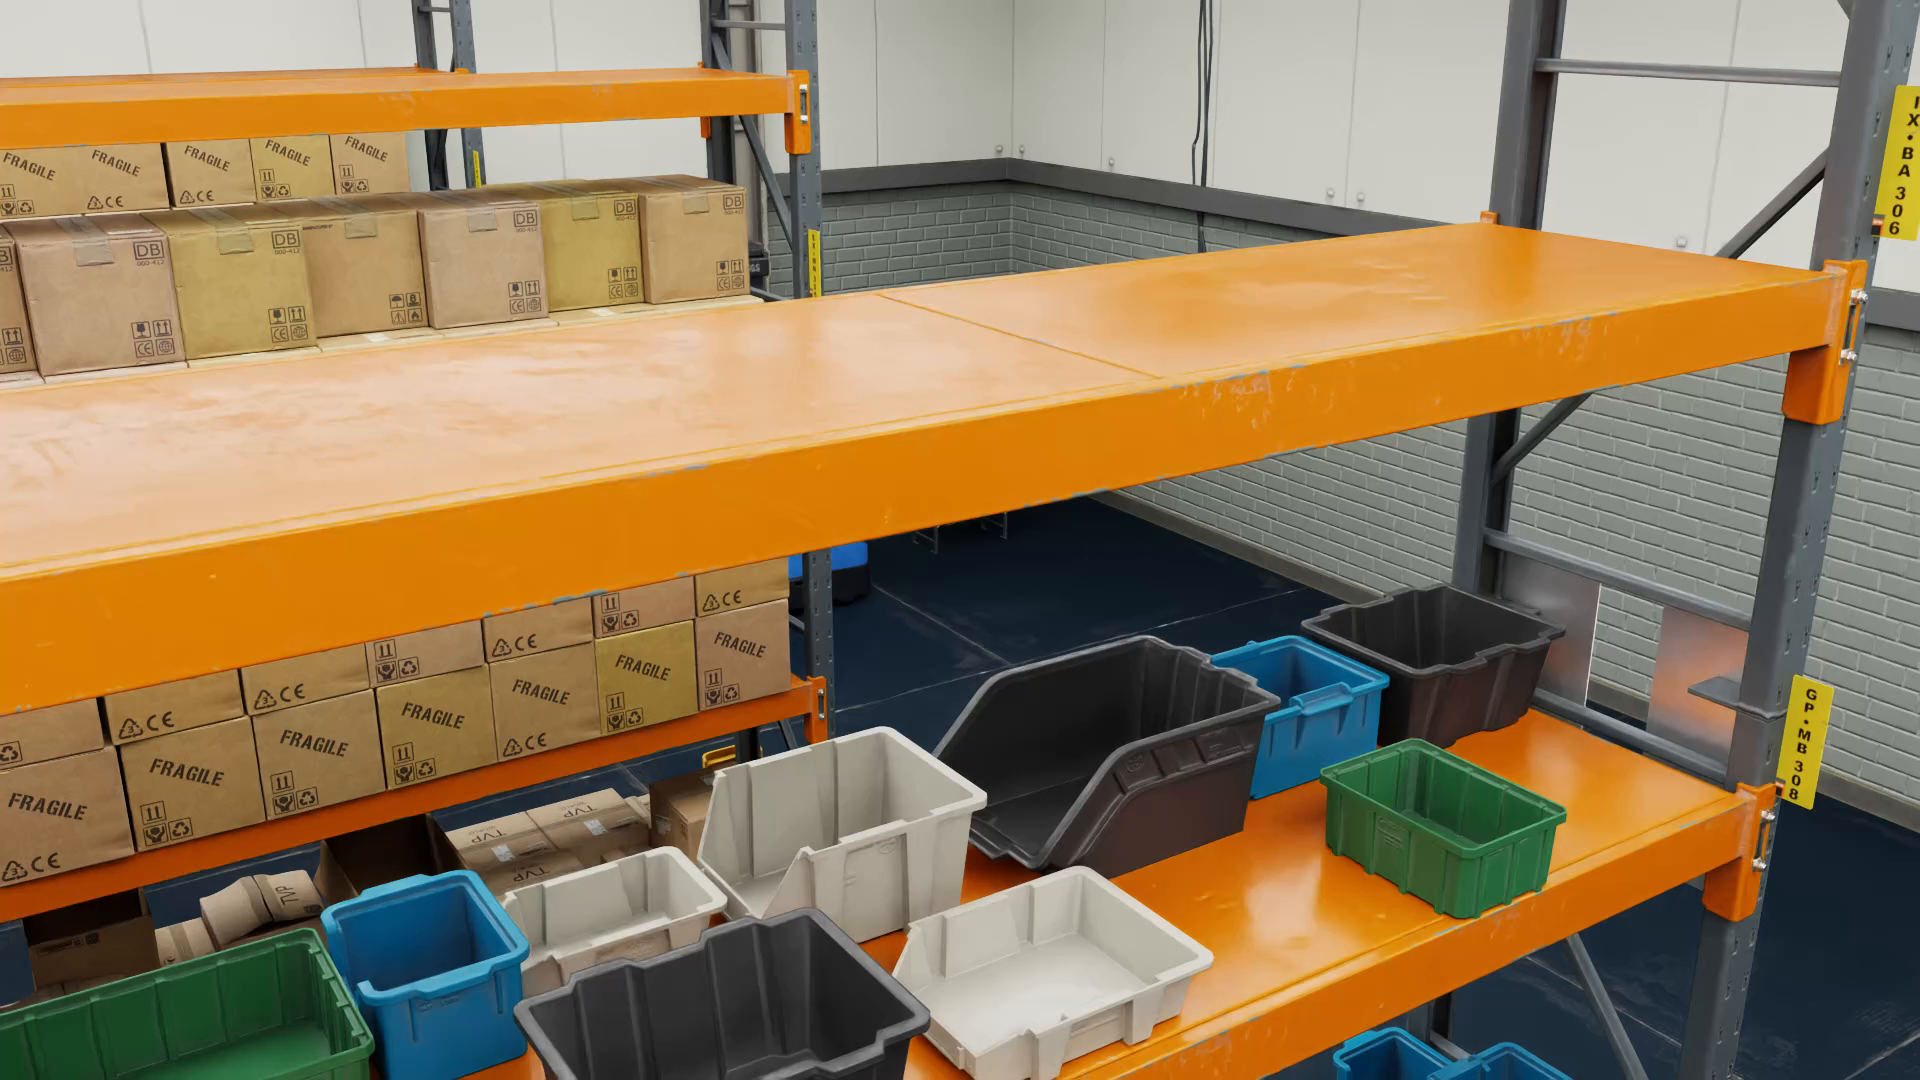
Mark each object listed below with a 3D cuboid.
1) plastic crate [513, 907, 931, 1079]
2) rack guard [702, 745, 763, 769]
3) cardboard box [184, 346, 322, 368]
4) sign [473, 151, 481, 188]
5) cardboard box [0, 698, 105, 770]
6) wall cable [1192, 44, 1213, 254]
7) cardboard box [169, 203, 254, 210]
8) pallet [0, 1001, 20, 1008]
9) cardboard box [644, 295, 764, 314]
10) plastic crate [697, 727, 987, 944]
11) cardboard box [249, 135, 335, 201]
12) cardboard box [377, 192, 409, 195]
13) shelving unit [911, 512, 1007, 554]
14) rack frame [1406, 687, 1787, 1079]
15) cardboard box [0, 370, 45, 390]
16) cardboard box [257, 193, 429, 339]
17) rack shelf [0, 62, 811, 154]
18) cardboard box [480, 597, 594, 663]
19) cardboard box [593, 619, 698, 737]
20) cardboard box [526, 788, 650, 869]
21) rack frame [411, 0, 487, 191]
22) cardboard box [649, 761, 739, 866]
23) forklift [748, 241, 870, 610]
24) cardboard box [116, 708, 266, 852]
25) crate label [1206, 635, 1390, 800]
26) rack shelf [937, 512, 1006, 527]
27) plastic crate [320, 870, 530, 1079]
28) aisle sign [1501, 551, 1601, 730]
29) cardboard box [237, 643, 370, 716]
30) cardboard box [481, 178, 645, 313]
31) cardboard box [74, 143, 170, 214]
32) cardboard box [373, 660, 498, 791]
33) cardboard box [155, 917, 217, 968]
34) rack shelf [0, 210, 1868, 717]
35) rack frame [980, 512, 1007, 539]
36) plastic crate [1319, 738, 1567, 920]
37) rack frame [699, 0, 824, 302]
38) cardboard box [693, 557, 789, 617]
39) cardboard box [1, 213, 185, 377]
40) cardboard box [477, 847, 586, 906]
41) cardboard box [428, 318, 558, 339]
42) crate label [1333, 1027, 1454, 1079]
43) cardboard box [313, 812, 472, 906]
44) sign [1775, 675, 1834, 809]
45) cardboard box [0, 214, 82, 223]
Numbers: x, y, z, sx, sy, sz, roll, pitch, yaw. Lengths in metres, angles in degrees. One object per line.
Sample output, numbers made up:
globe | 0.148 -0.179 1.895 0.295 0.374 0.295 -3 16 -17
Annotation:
plastic crate | -0.403 0.923 2.852 0.590 0.269 0.497 -12 22 -31
rack guard | -1.035 1.595 9.246 0.348 0.500 1.175 -12 22 -31
cardboard box | -2.929 -0.678 6.835 0.500 0.250 0.500 -12 22 -31
sign | -3.412 -2.582 11.757 0.005 0.325 0.100 -12 22 -31
cardboard box | -3.764 0.573 6.648 0.500 0.500 0.500 -11 22 -30
wall cable | 1.221 -3.199 15.004 0.112 2.526 3.097 -12 22 -31
cardboard box | -5.031 -2.138 11.125 0.500 0.250 0.500 -13 22 -33
pallet | -3.738 2.302 7.605 1.213 0.211 1.003 -12 22 -31
cardboard box | -1.260 -1.031 7.880 0.500 0.250 0.500 -12 22 -31
plastic crate | -0.271 0.666 3.593 0.530 0.282 0.437 -12 22 -31
cardboard box | -4.584 -2.591 11.294 0.500 0.500 0.500 -11 22 -30
cardboard box | -4.165 -2.323 11.672 0.500 0.250 0.500 -11 22 -30
shelving unit | -0.006 -0.709 14.501 0.755 1.500 0.431 -12 22 -31
rack frame | 1.750 1.723 4.965 0.127 3.000 1.000 -12 22 -31
cardboard box | -3.769 -0.504 6.322 0.500 0.250 0.500 -12 22 -31
cardboard box | -2.683 -1.205 7.223 0.500 0.500 0.700 -12 22 -31
rack shelf | -2.642 -1.750 6.999 4.000 0.370 1.077 -12 22 -31
cardboard box | -2.044 0.210 7.722 0.500 0.500 0.500 -11 22 -30
cardboard box | -1.627 0.594 8.148 0.500 0.500 0.500 -12 22 -31
cardboard box | -1.999 1.600 8.936 0.500 0.250 0.500 -12 22 -31
rack frame | -3.699 -3.769 11.842 0.127 3.000 1.000 -12 22 -31
cardboard box | -1.290 1.535 8.737 0.500 0.500 0.500 -12 22 -31
forklift | -2.257 -0.812 12.571 3.031 2.935 1.130 -10 21 -28
cardboard box | -3.311 0.947 7.105 0.500 0.500 0.500 -11 22 -30
crate label | 0.802 0.449 4.283 0.502 0.251 0.408 -12 22 -31
rack shelf | -0.006 -0.400 14.606 0.720 0.370 0.431 -12 22 -31
plastic crate | -1.006 0.840 3.154 0.300 0.233 0.416 -12 22 -31
aisle sign | 1.647 0.399 4.821 0.004 0.787 0.394 -12 22 -31
cardboard box | -2.904 0.392 7.185 0.500 0.500 0.500 -13 22 -33
cardboard box | -1.856 -1.384 7.755 0.500 0.500 0.700 -12 22 -31
cardboard box | -5.455 -2.405 10.743 0.500 0.500 0.500 -12 22 -31
cardboard box | -2.468 0.769 7.630 0.500 0.500 0.500 -12 22 -32
cardboard box | -3.712 1.986 7.952 0.250 0.149 0.380 -12 22 -31
rack shelf | 0.079 -0.236 3.141 4.000 0.370 1.077 -12 22 -31
rack frame | 0.300 -0.774 14.692 0.023 1.500 0.400 -12 22 -31
plastic crate | 1.083 0.652 3.778 0.336 0.188 0.450 -12 22 -31
rack frame | -0.971 -2.445 7.925 0.127 3.000 1.000 -12 22 -31
cardboard box | -1.192 0.028 8.260 0.500 0.500 0.500 -12 22 -32
cardboard box | -3.431 -0.986 6.577 0.500 0.500 0.700 -12 22 -31
cardboard box | -2.100 1.813 8.306 0.500 0.250 0.500 -12 22 -31
cardboard box | -2.097 -0.855 7.362 0.500 0.250 0.500 -12 22 -31
crate label | 1.363 1.729 5.114 0.303 0.233 0.416 -12 22 -31
cardboard box | -2.746 1.744 8.114 0.637 0.503 0.797 -12 22 -31
sign | 2.066 0.496 4.074 0.005 0.325 0.100 -12 22 -31
cardboard box | -5.884 -1.956 10.585 0.500 0.250 0.500 -12 22 -33
